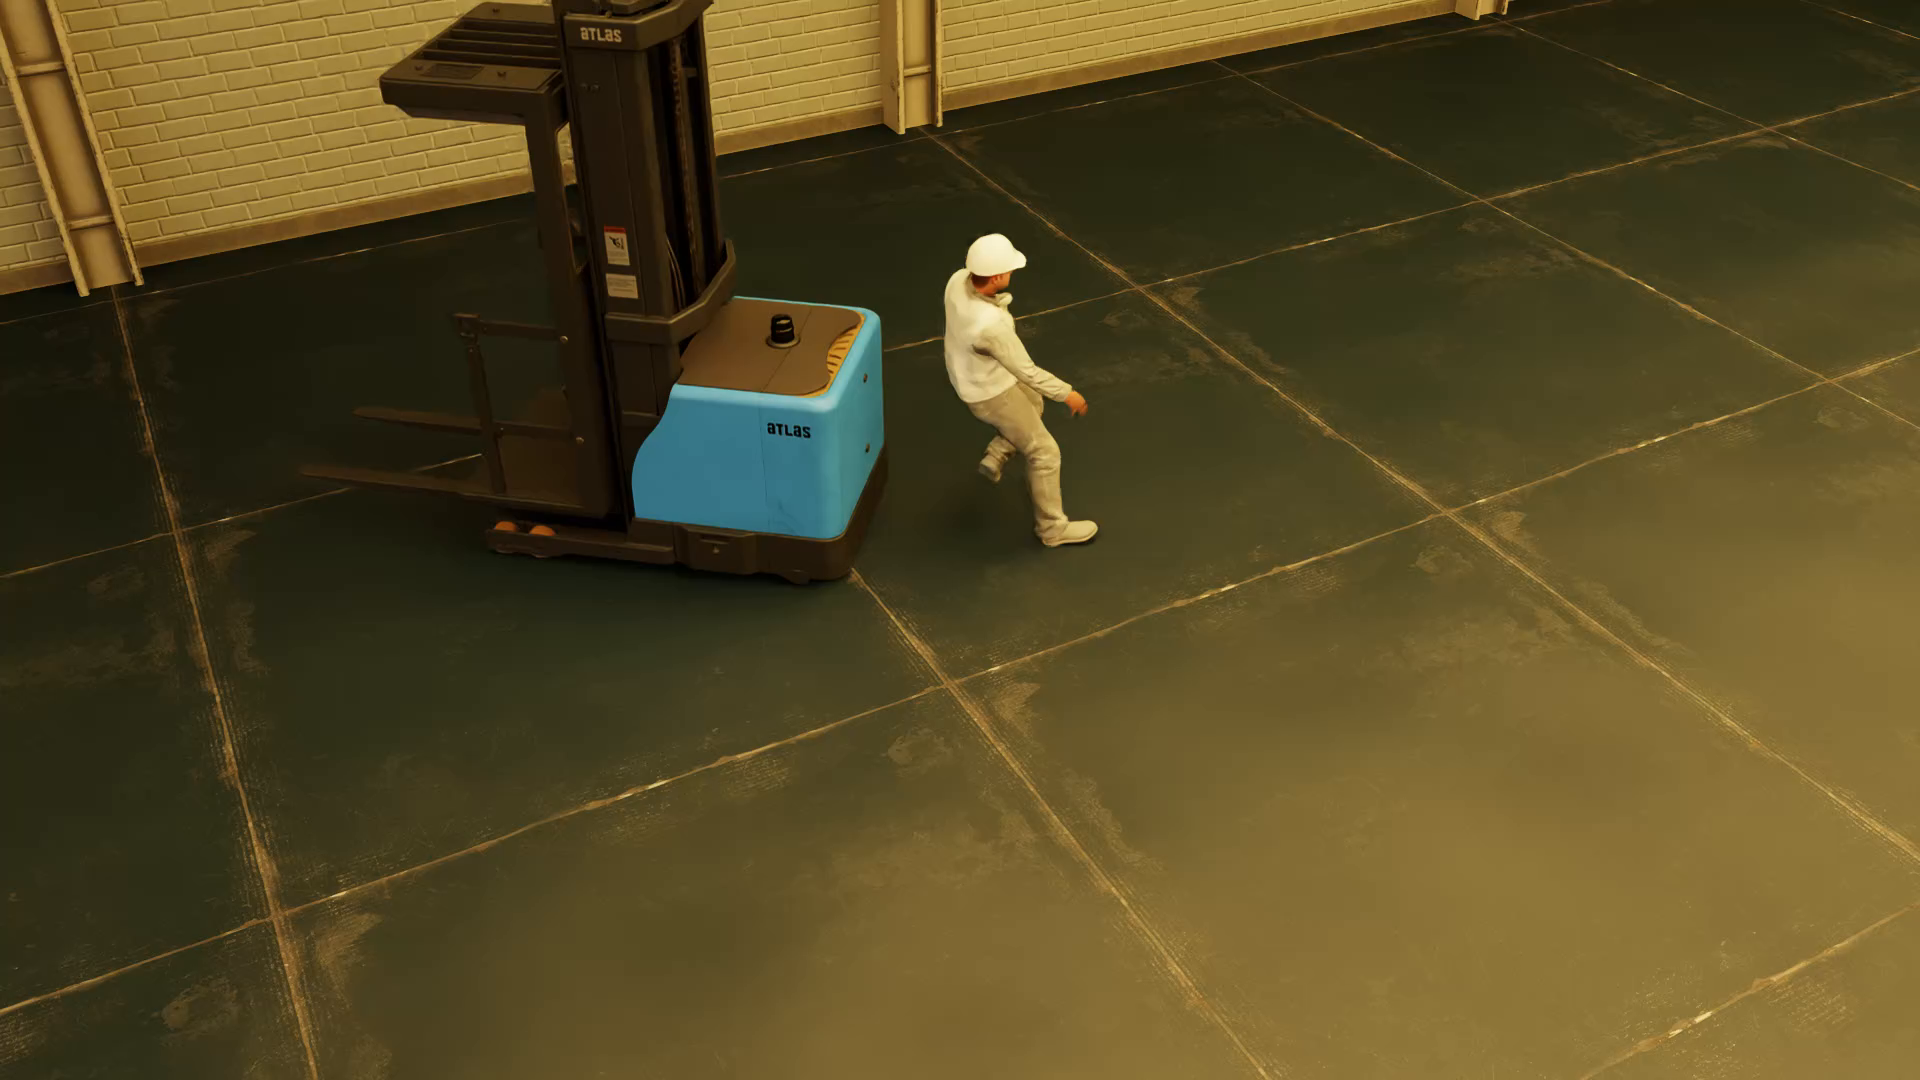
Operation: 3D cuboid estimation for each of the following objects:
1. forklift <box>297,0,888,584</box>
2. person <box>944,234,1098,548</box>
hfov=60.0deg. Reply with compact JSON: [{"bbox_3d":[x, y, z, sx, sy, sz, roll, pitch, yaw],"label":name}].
[{"bbox_3d":[-1.960,-1.395,8.096,3.031,2.935,1.130,7,36,9],"label":"forklift"},{"bbox_3d":[0.294,-0.809,8.397,0.695,1.644,0.778,-9,36,-12],"label":"person"}]
